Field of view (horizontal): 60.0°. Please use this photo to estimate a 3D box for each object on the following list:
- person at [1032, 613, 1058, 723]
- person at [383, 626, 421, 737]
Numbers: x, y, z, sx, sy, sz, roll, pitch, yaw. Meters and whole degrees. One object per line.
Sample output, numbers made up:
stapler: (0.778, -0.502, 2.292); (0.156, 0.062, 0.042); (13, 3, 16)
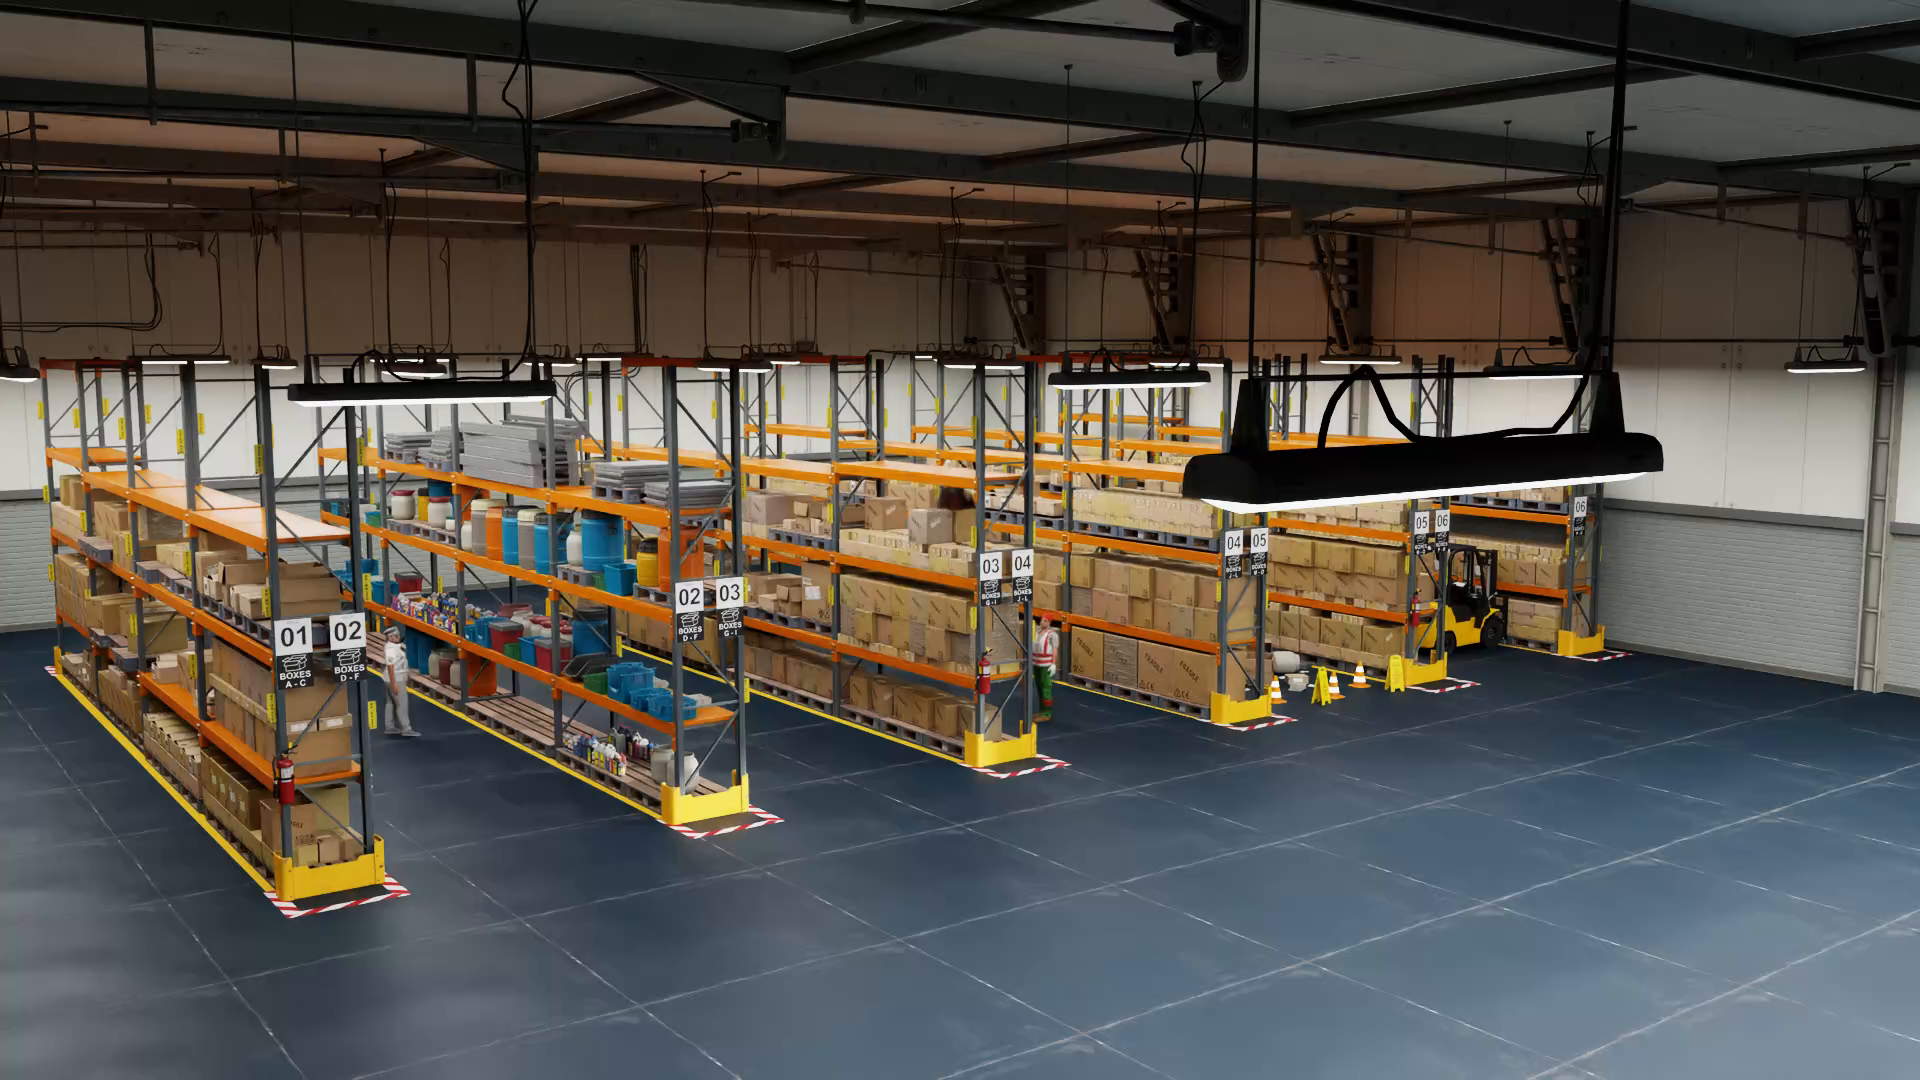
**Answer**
person: (1.360, 2.122, 27.797); (0.528, 1.773, 0.596); (-5, 8, -34)
person: (-8.975, 2.259, 26.667); (0.532, 1.794, 0.561); (-4, 8, -27)
